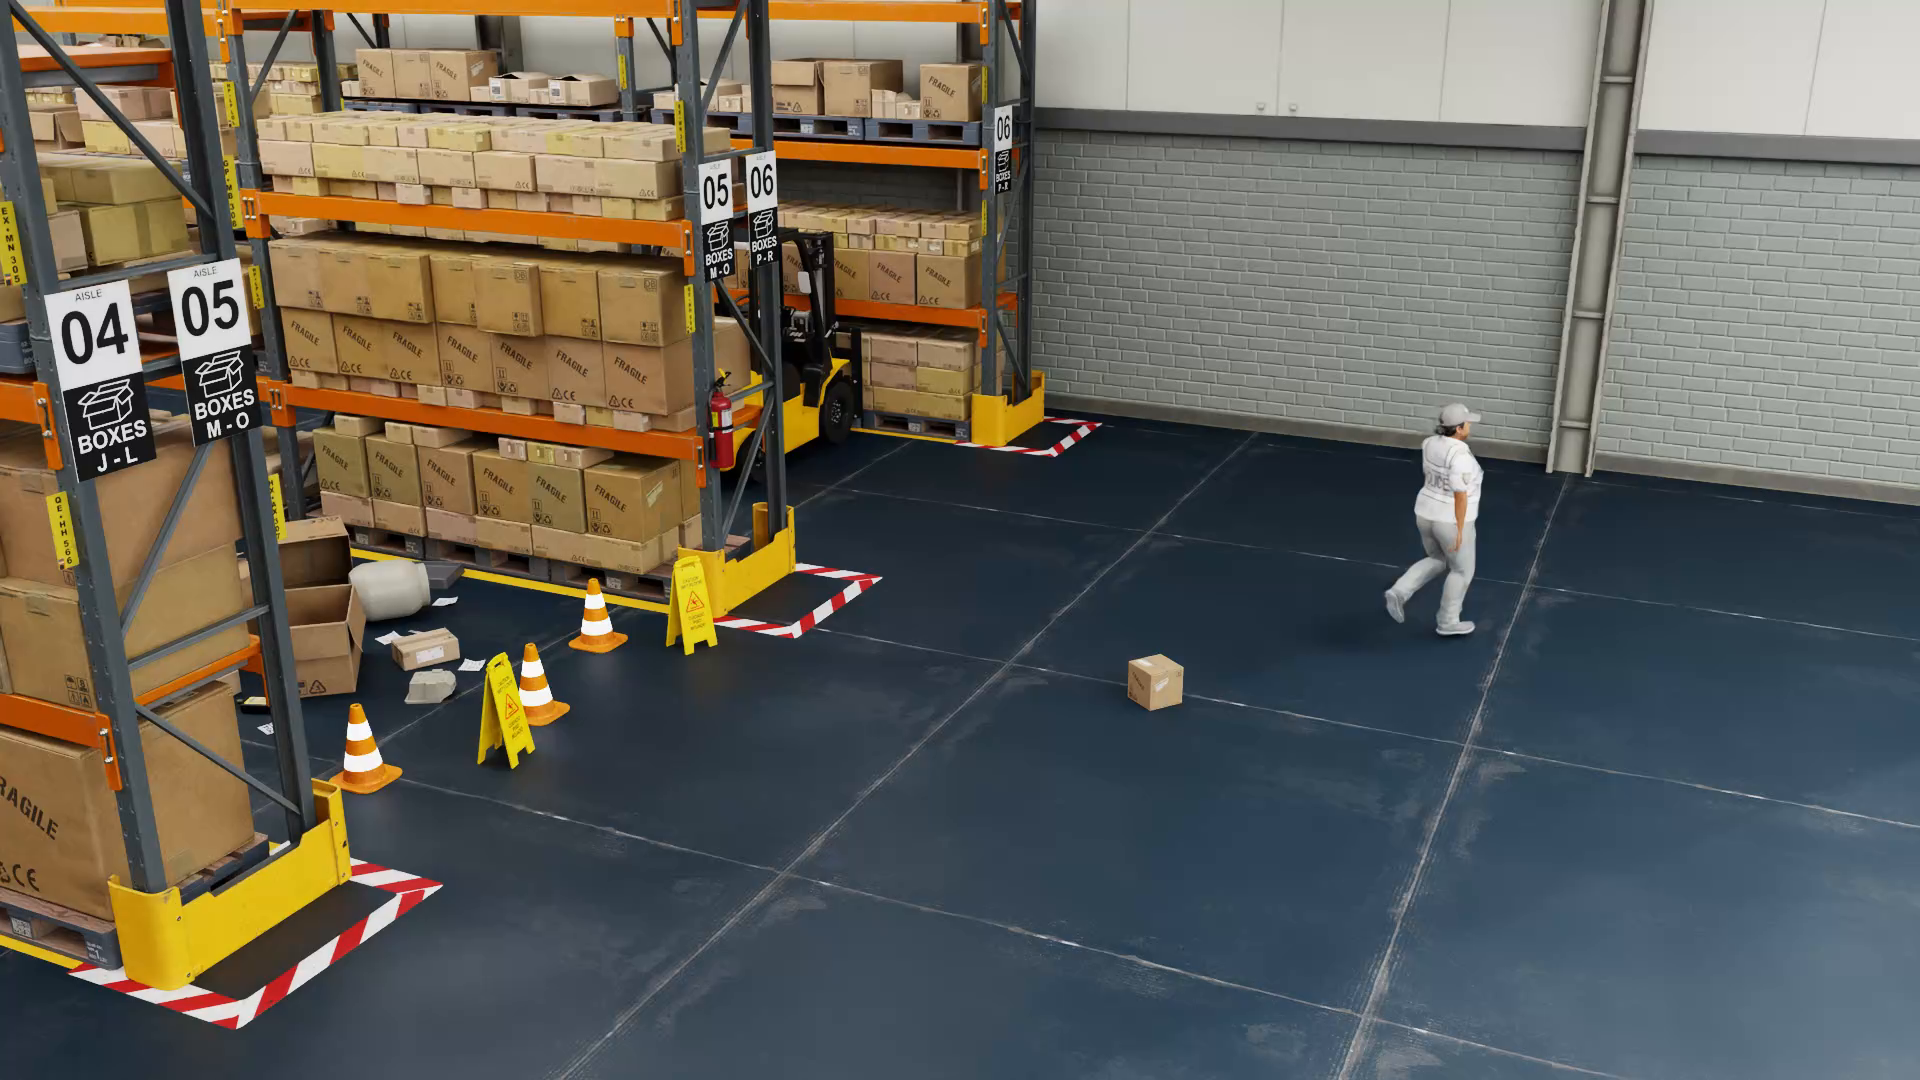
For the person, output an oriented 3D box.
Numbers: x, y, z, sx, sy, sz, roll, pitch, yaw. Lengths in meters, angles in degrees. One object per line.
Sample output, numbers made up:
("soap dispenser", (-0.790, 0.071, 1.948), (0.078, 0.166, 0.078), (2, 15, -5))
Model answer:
("person", (3.297, -0.135, 11.381), (0.620, 1.649, 0.485), (-7, 20, -20))
